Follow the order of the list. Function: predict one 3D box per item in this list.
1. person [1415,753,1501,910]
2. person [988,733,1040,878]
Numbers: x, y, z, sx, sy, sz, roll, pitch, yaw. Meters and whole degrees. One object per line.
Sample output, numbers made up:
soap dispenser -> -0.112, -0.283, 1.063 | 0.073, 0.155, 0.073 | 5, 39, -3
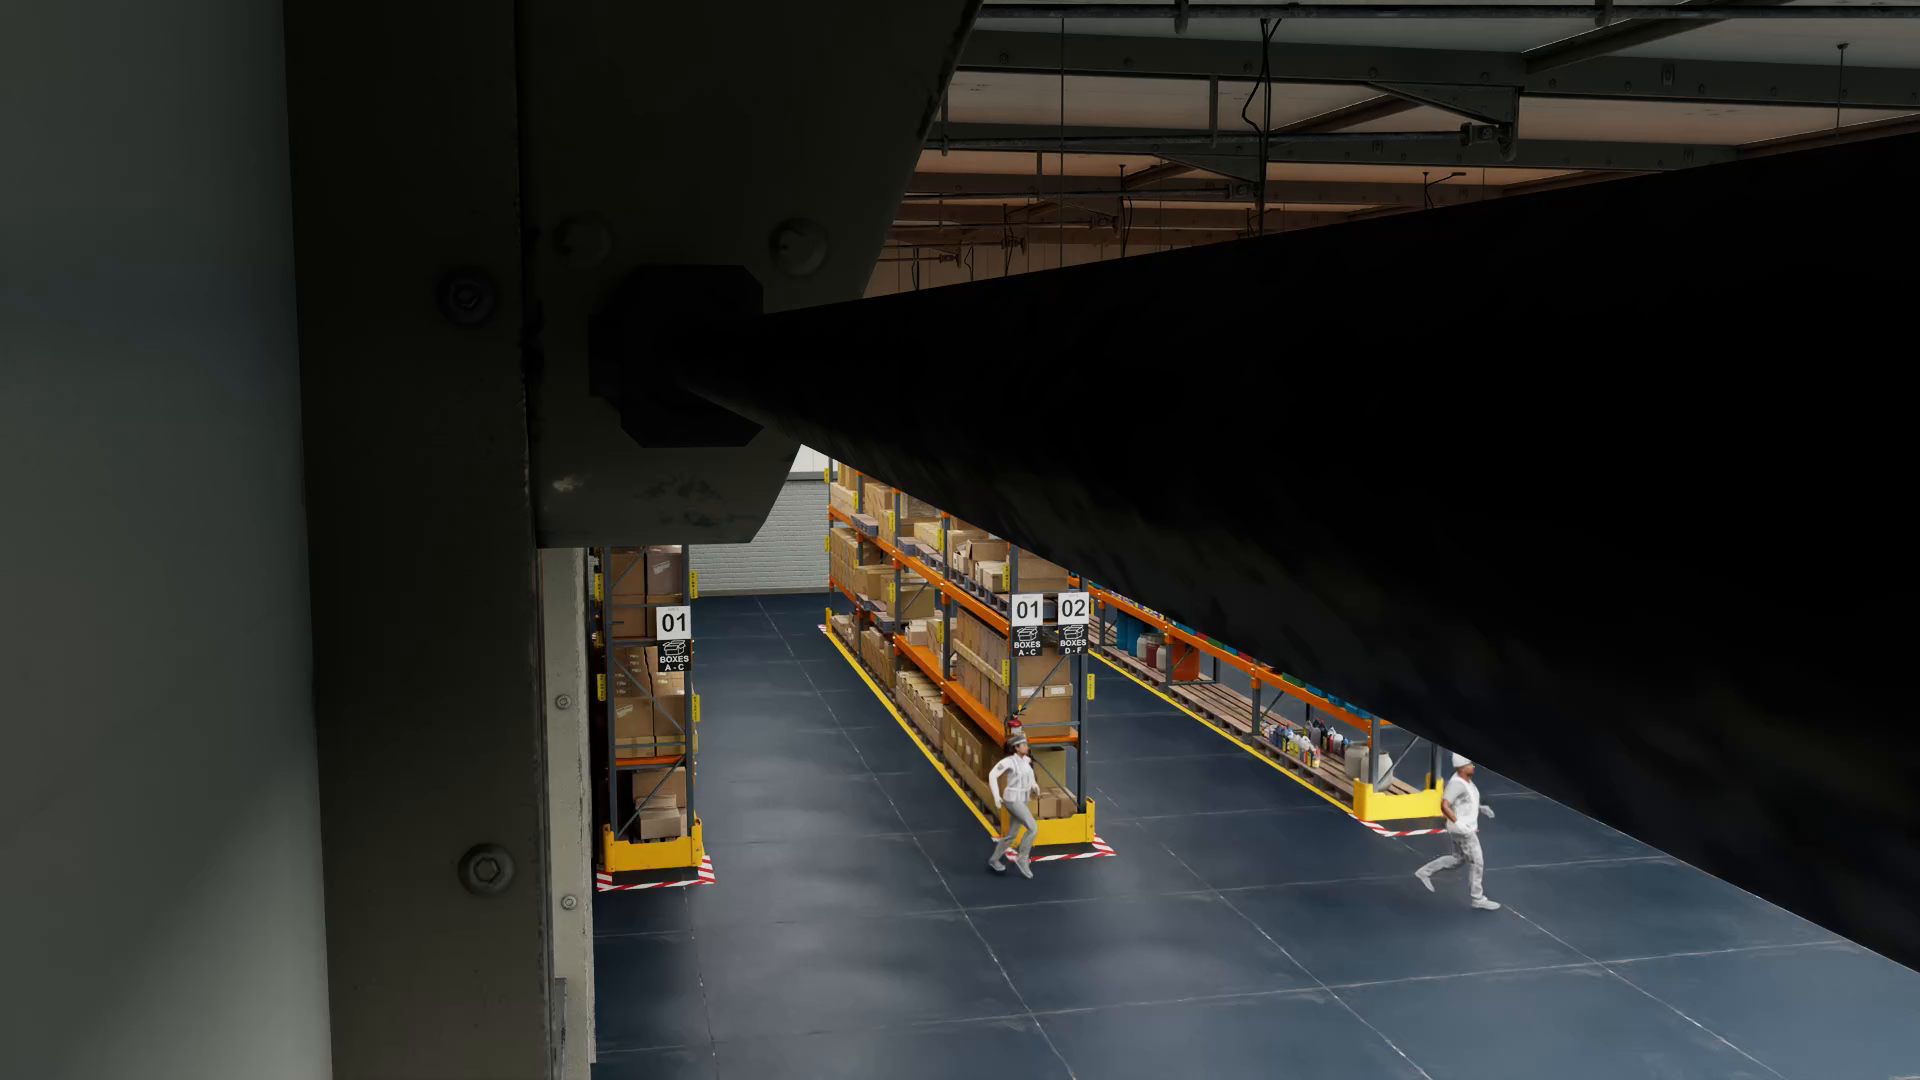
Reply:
person -> 5.601, 3.233, 18.654 | 0.945, 1.762, 0.713 | 2, 7, 18
person -> 0.705, 3.139, 19.902 | 0.658, 1.662, 0.595 | 4, 8, 31
